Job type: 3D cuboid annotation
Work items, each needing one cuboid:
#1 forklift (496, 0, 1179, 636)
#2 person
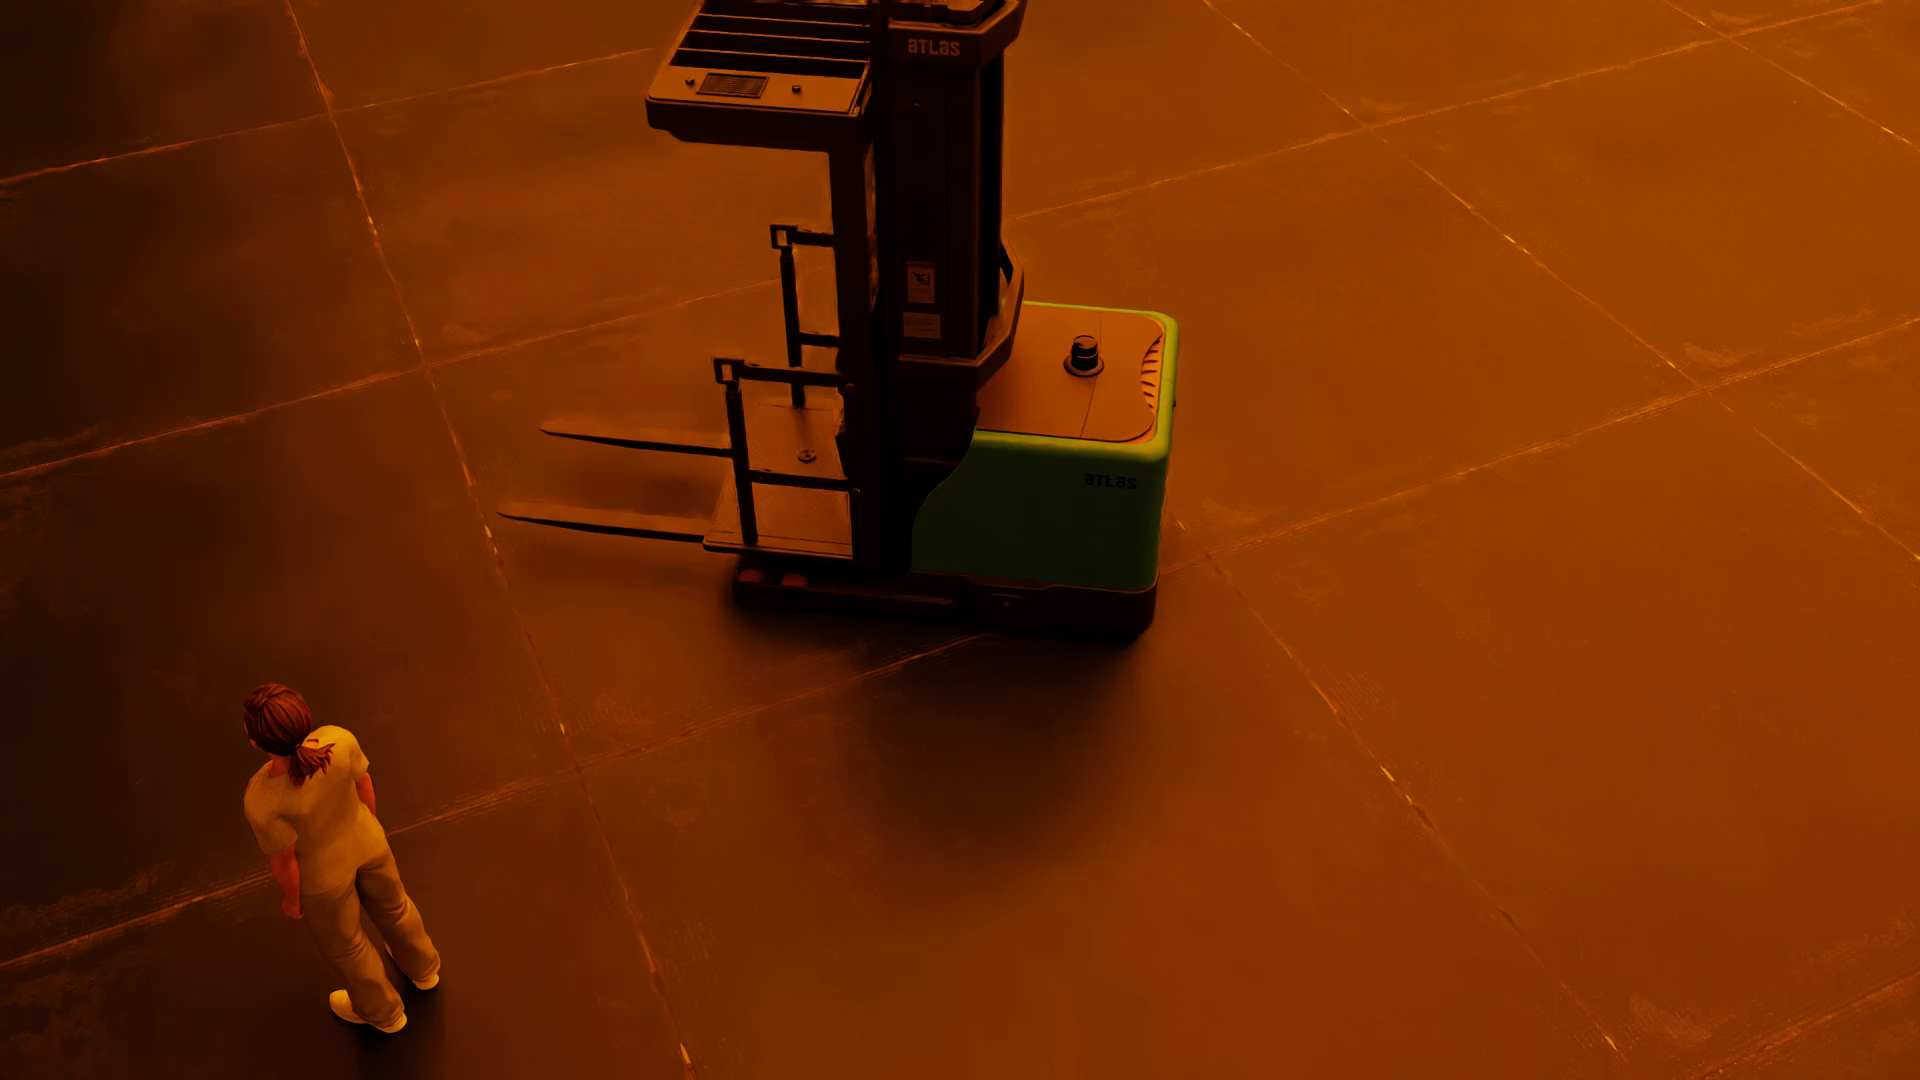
[{"bbox_3d":[-0.585,-1.109,6.869,3.031,2.935,1.130,6,43,6],"label":"forklift"},{"bbox_3d":[-2.065,1.055,5.474,0.384,1.671,0.437,22,47,22],"label":"person"}]
